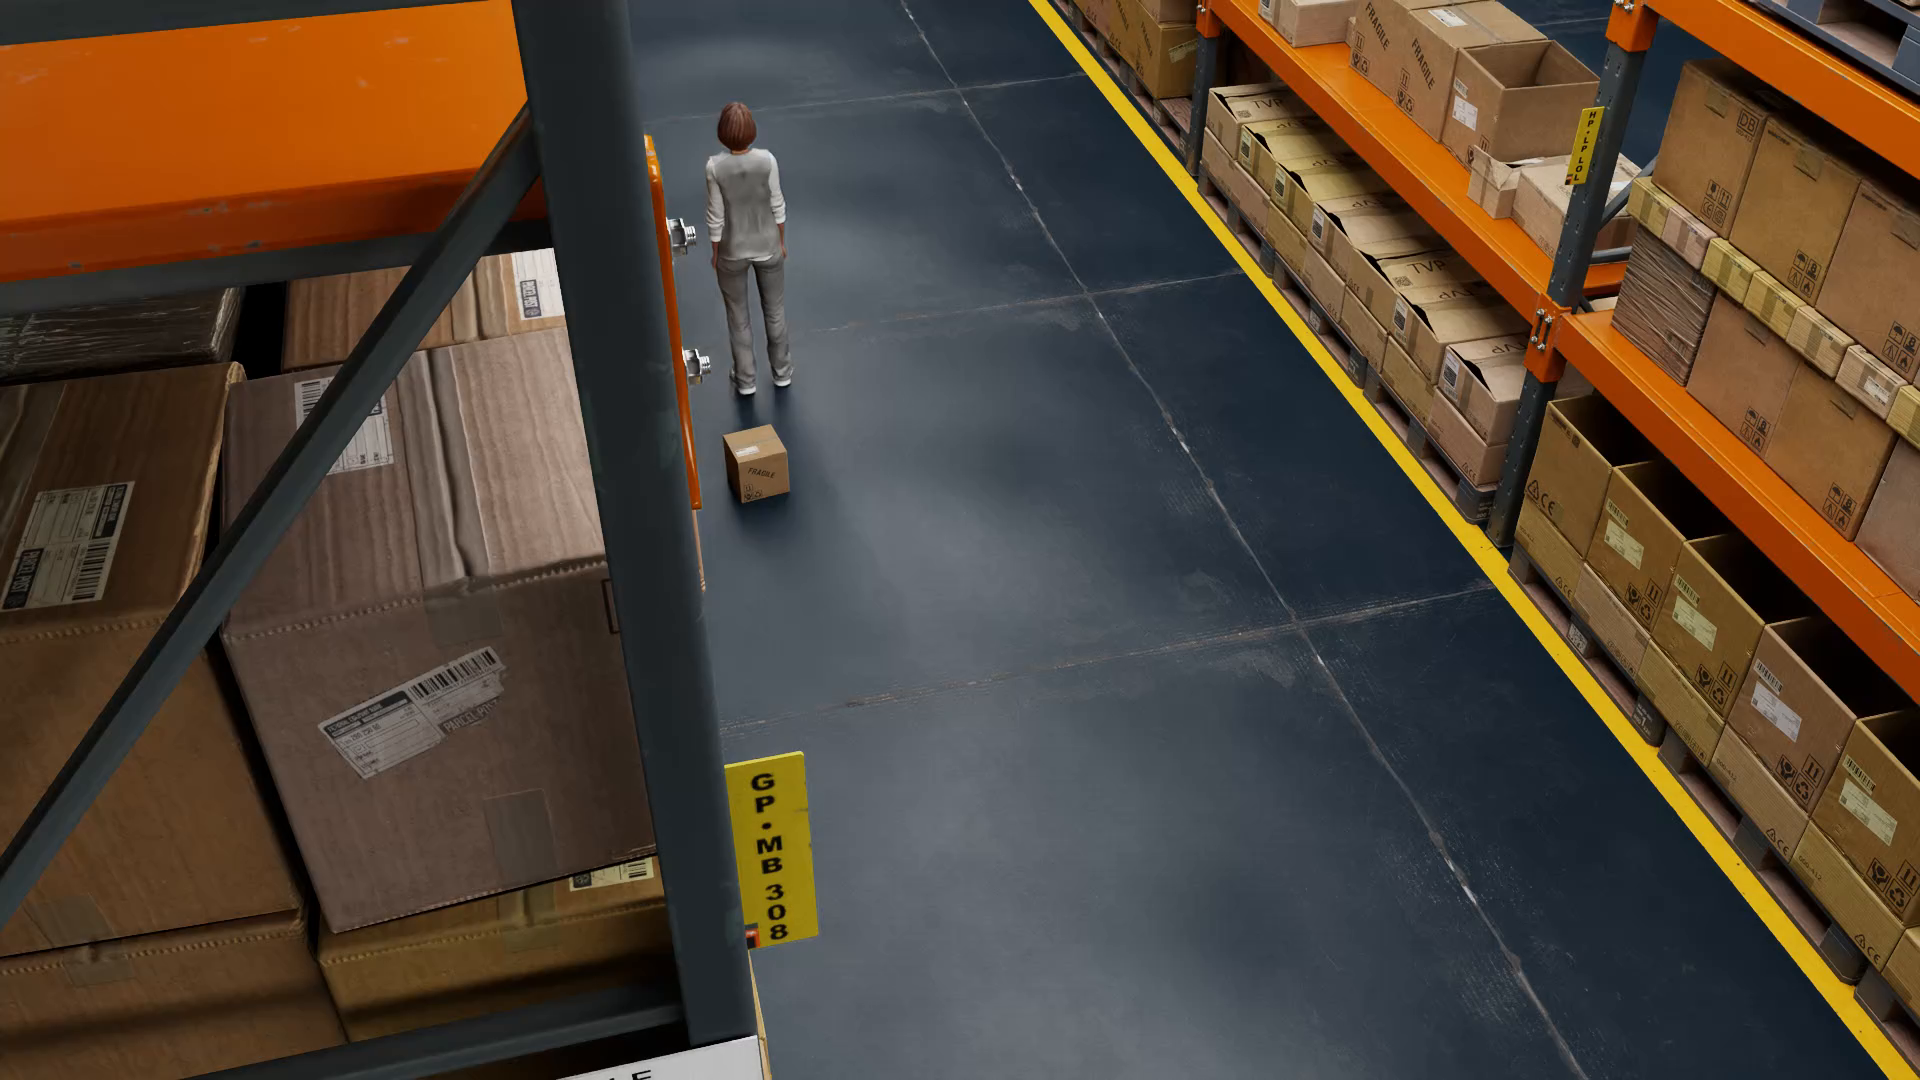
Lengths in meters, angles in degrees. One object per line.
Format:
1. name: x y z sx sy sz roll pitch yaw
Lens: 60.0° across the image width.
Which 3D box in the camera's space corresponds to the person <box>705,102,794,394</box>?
1. person: -1.083 -1.481 8.503 0.408 1.604 0.312 -10 40 -13
